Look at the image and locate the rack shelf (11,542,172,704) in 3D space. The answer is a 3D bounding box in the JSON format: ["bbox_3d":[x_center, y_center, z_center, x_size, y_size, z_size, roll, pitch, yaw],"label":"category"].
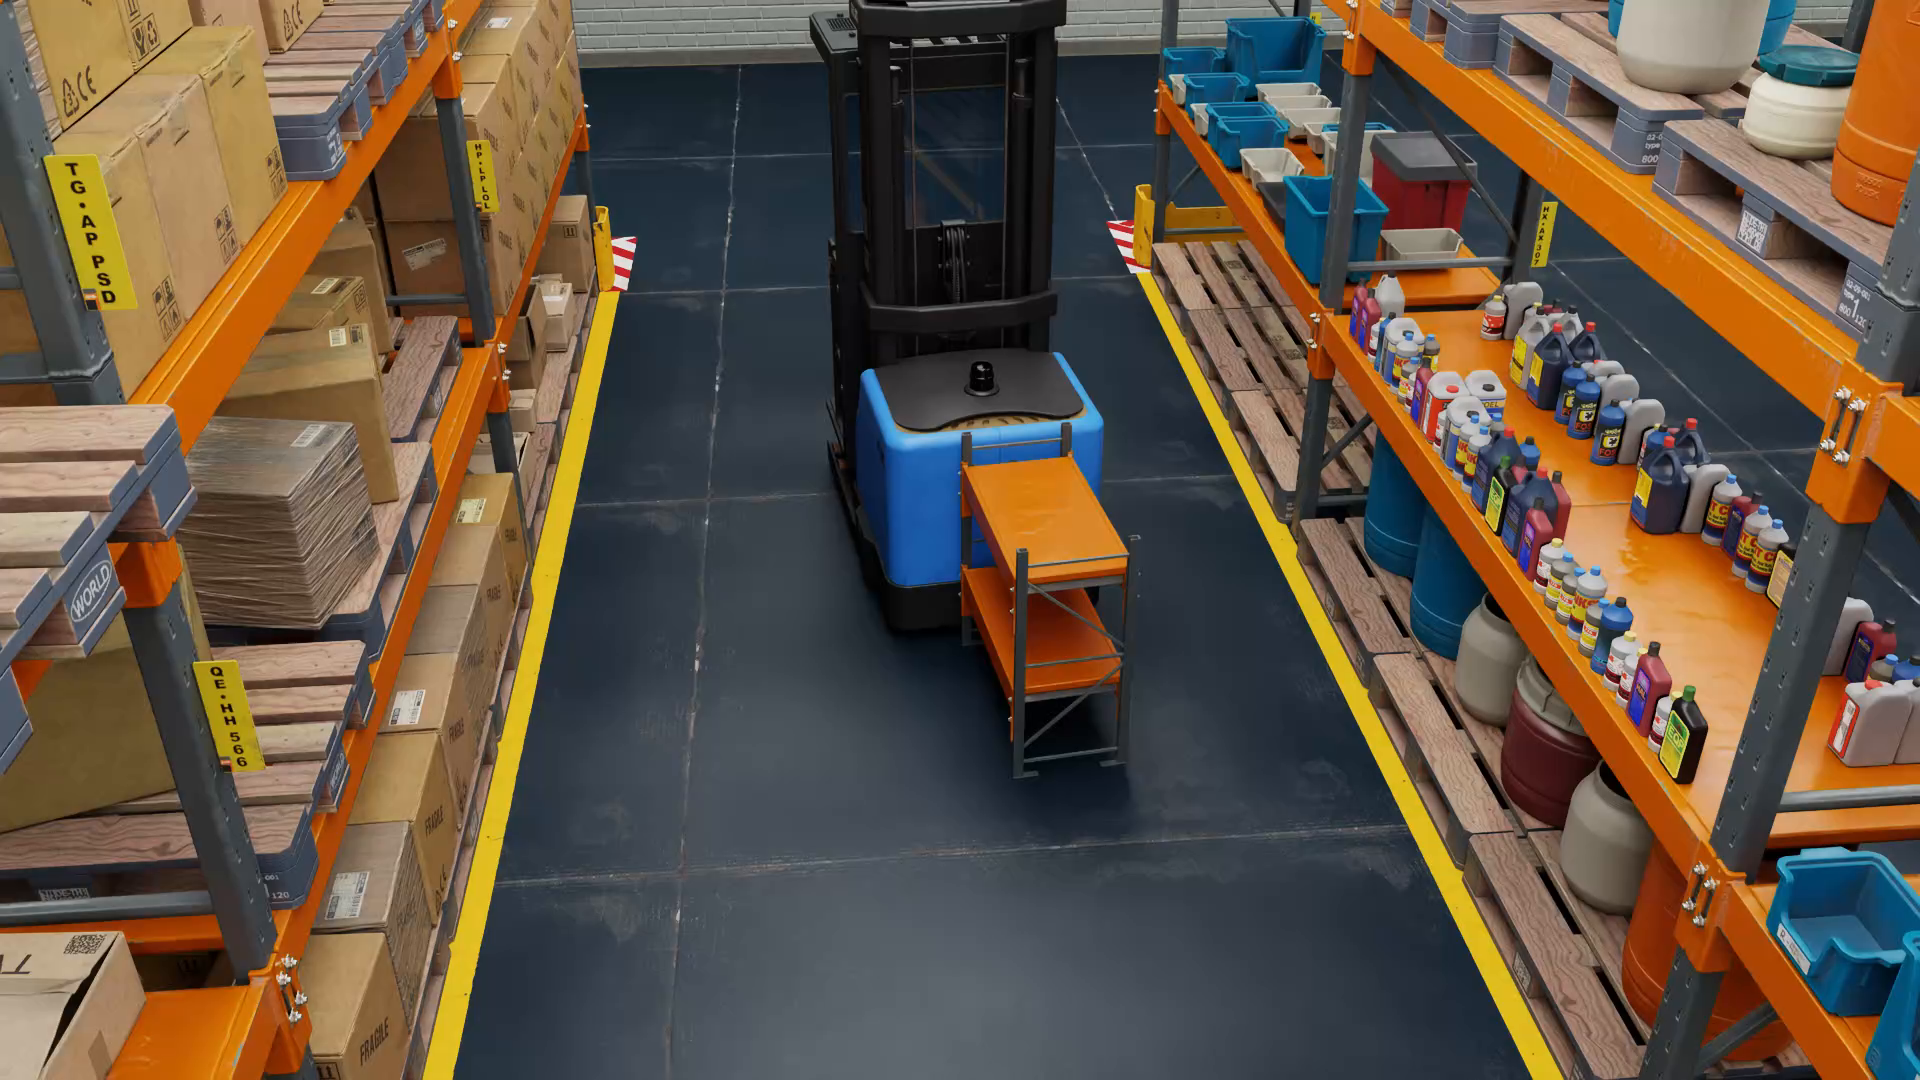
[{"bbox_3d":[-2.115,0.993,1.939,1.077,0.370,4.000,-3,31,-5],"label":"rack shelf"}]

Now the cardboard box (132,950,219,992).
[{"bbox_3d":[-2.623,1.368,5.542,0.500,0.500,0.500,-2,31,-3],"label":"cardboard box"}]

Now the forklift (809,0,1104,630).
[{"bbox_3d":[-0.131,-1.574,8.527,1.130,2.935,3.031,-6,31,-10],"label":"forklift"}]

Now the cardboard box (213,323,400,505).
[{"bbox_3d":[-2.449,-0.416,6.014,0.700,0.500,0.500,-11,32,-17],"label":"cardboard box"}]

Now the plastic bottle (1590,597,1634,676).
[{"bbox_3d":[2.136,0.307,5.436,0.097,0.271,0.097,0,31,0],"label":"plastic bottle"}]

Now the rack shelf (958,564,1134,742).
[{"bbox_3d":[0.360,0.452,7.373,0.538,0.278,1.000,-6,31,-10],"label":"rack shelf"}]

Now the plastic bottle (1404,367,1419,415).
[{"bbox_3d":[1.957,-0.641,7.091,0.097,0.201,0.097,0,31,0],"label":"plastic bottle"}]

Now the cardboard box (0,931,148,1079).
[{"bbox_3d":[-2.311,1.177,3.942,0.500,0.311,0.500,-1,31,-1],"label":"cardboard box"}]

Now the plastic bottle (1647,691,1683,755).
[{"bbox_3d":[2.175,0.554,5.090,0.097,0.201,0.097,0,31,0],"label":"plastic bottle"}]

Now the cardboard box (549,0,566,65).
[{"bbox_3d":[-2.686,-3.134,10.000,0.500,0.500,0.500,-2,31,-3],"label":"cardboard box"}]

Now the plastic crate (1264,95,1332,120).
[{"bbox_3d":[2.152,-2.726,10.587,0.396,0.136,0.243,-3,31,-5],"label":"plastic crate"}]

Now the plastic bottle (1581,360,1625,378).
[{"bbox_3d":[2.697,-0.644,7.024,0.152,0.276,0.135,-3,31,-5],"label":"plastic bottle"}]

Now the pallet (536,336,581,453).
[{"bbox_3d":[-2.856,-0.869,10.000,1.003,0.211,1.213,-3,31,-5],"label":"pallet"}]

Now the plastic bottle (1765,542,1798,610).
[{"bbox_3d":[2.880,0.104,5.764,0.061,0.283,0.133,-3,31,-5],"label":"plastic bottle"}]

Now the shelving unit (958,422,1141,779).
[{"bbox_3d":[0.360,0.242,7.247,0.538,1.125,1.048,-6,31,-10],"label":"shelving unit"}]

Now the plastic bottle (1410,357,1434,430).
[{"bbox_3d":[1.949,-0.616,6.970,0.061,0.283,0.133,-3,31,-5],"label":"plastic bottle"}]

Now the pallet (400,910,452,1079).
[{"bbox_3d":[-2.334,1.765,5.590,1.003,0.211,1.213,-3,31,-5],"label":"pallet"}]

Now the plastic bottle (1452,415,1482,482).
[{"bbox_3d":[2.013,-0.366,6.563,0.097,0.271,0.097,0,31,0],"label":"plastic bottle"}]

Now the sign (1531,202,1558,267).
[{"bbox_3d":[2.805,-1.471,8.018,0.100,0.325,0.005,-3,31,-5],"label":"sign"}]

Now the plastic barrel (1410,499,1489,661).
[{"bbox_3d":[2.357,0.033,7.406,0.600,0.901,0.708,-3,31,-5],"label":"plastic barrel"}]

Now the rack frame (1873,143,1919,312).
[{"bbox_3d":[2.631,-1.861,3.089,1.000,3.000,0.127,-3,31,-5],"label":"rack frame"}]

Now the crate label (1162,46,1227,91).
[{"bbox_3d":[1.578,-3.181,11.256,0.416,0.233,0.303,-3,31,-5],"label":"crate label"}]

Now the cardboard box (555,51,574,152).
[{"bbox_3d":[-2.684,-2.697,10.242,0.500,0.500,0.500,-2,31,-4],"label":"cardboard box"}]

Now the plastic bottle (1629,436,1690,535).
[{"bbox_3d":[2.633,-0.214,6.231,0.144,0.351,0.185,-3,31,-5],"label":"plastic bottle"}]

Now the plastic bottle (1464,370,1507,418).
[{"bbox_3d":[2.159,-0.554,6.873,0.152,0.276,0.135,-3,31,-5],"label":"plastic bottle"}]

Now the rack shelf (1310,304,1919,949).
[{"bbox_3d":[2.444,0.003,6.522,1.077,0.370,4.000,-3,31,-5],"label":"rack shelf"}]

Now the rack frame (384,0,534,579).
[{"bbox_3d":[-2.675,-1.092,7.653,1.000,3.000,0.127,-3,31,-5],"label":"rack frame"}]

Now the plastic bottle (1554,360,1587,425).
[{"bbox_3d":[2.574,-0.627,7.000,0.097,0.271,0.097,0,31,0],"label":"plastic bottle"}]

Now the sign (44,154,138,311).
[{"bbox_3d":[-1.748,-0.616,3.349,0.100,0.325,0.005,-3,31,-5],"label":"sign"}]

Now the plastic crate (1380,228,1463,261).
[{"bbox_3d":[2.356,-1.484,8.508,0.396,0.136,0.243,-3,31,-5],"label":"plastic crate"}]

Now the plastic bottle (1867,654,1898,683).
[{"bbox_3d":[2.919,0.454,5.259,0.097,0.201,0.097,0,31,0],"label":"plastic bottle"}]

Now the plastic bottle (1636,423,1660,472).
[{"bbox_3d":[2.769,-0.367,6.633,0.097,0.201,0.097,0,31,0],"label":"plastic bottle"}]

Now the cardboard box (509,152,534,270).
[{"bbox_3d":[-2.503,-1.669,8.522,0.500,0.500,0.500,-2,31,-4],"label":"cardboard box"}]

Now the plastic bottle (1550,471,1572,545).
[{"bbox_3d":[2.188,-0.106,6.116,0.061,0.283,0.133,-3,31,-5],"label":"plastic bottle"}]

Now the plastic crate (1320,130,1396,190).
[{"bbox_3d":[2.298,-2.090,9.382,0.437,0.282,0.530,-3,31,-5],"label":"plastic crate"}]

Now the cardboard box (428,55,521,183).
[{"bbox_3d":[-2.488,-2.081,8.237,0.500,0.500,0.500,-4,31,-6],"label":"cardboard box"}]

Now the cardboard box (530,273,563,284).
[{"bbox_3d":[-2.805,-1.630,10.887,0.380,0.166,0.250,-3,31,-5],"label":"cardboard box"}]

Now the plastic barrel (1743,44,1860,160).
[{"bbox_3d":[2.384,-1.234,4.691,0.301,0.262,0.301,0,31,0],"label":"plastic barrel"}]

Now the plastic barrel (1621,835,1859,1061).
[{"bbox_3d":[2.568,1.217,5.493,0.600,0.830,0.708,-3,31,-5],"label":"plastic barrel"}]

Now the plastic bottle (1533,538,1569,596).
[{"bbox_3d":[2.090,0.089,5.870,0.097,0.201,0.097,0,31,0],"label":"plastic bottle"}]

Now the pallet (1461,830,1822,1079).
[{"bbox_3d":[2.515,1.512,6.013,1.003,0.211,1.213,-3,31,-5],"label":"pallet"}]

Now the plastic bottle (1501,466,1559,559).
[{"bbox_3d":[2.088,-0.117,6.068,0.144,0.351,0.185,-3,31,-5],"label":"plastic bottle"}]

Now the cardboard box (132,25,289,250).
[{"bbox_3d":[-2.472,-1.127,4.689,0.910,0.500,0.500,-3,31,-5],"label":"cardboard box"}]

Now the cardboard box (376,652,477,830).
[{"bbox_3d":[-2.210,0.799,6.496,0.500,0.500,0.500,-4,31,-6],"label":"cardboard box"}]

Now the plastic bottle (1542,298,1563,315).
[{"bbox_3d":[2.683,-0.975,7.572,0.061,0.283,0.133,-3,31,-5],"label":"plastic bottle"}]

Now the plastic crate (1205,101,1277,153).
[{"bbox_3d":[1.701,-2.509,10.130,0.416,0.233,0.300,-3,31,-5],"label":"plastic crate"}]

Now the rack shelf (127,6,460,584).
[{"bbox_3d":[-2.488,-1.050,5.358,1.077,0.370,4.000,-3,31,-5],"label":"rack shelf"}]

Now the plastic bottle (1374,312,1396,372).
[{"bbox_3d":[1.917,-0.888,7.438,0.097,0.271,0.097,0,31,0],"label":"plastic bottle"}]

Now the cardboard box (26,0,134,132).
[{"bbox_3d":[-2.384,-1.293,3.992,0.500,0.500,0.500,-3,31,-5],"label":"cardboard box"}]

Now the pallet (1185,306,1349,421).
[{"bbox_3d":[2.032,-1.128,10.432,1.003,0.211,1.213,-3,31,-5],"label":"pallet"}]

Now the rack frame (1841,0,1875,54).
[{"bbox_3d":[6.814,-3.607,11.863,1.000,3.000,0.127,-3,31,-5],"label":"rack frame"}]

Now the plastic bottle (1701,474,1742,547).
[{"bbox_3d":[2.821,-0.116,6.145,0.097,0.271,0.097,0,31,0],"label":"plastic bottle"}]

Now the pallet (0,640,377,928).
[{"bbox_3d":[-2.435,0.690,4.857,1.213,0.211,1.003,-3,31,-5],"label":"pallet"}]
